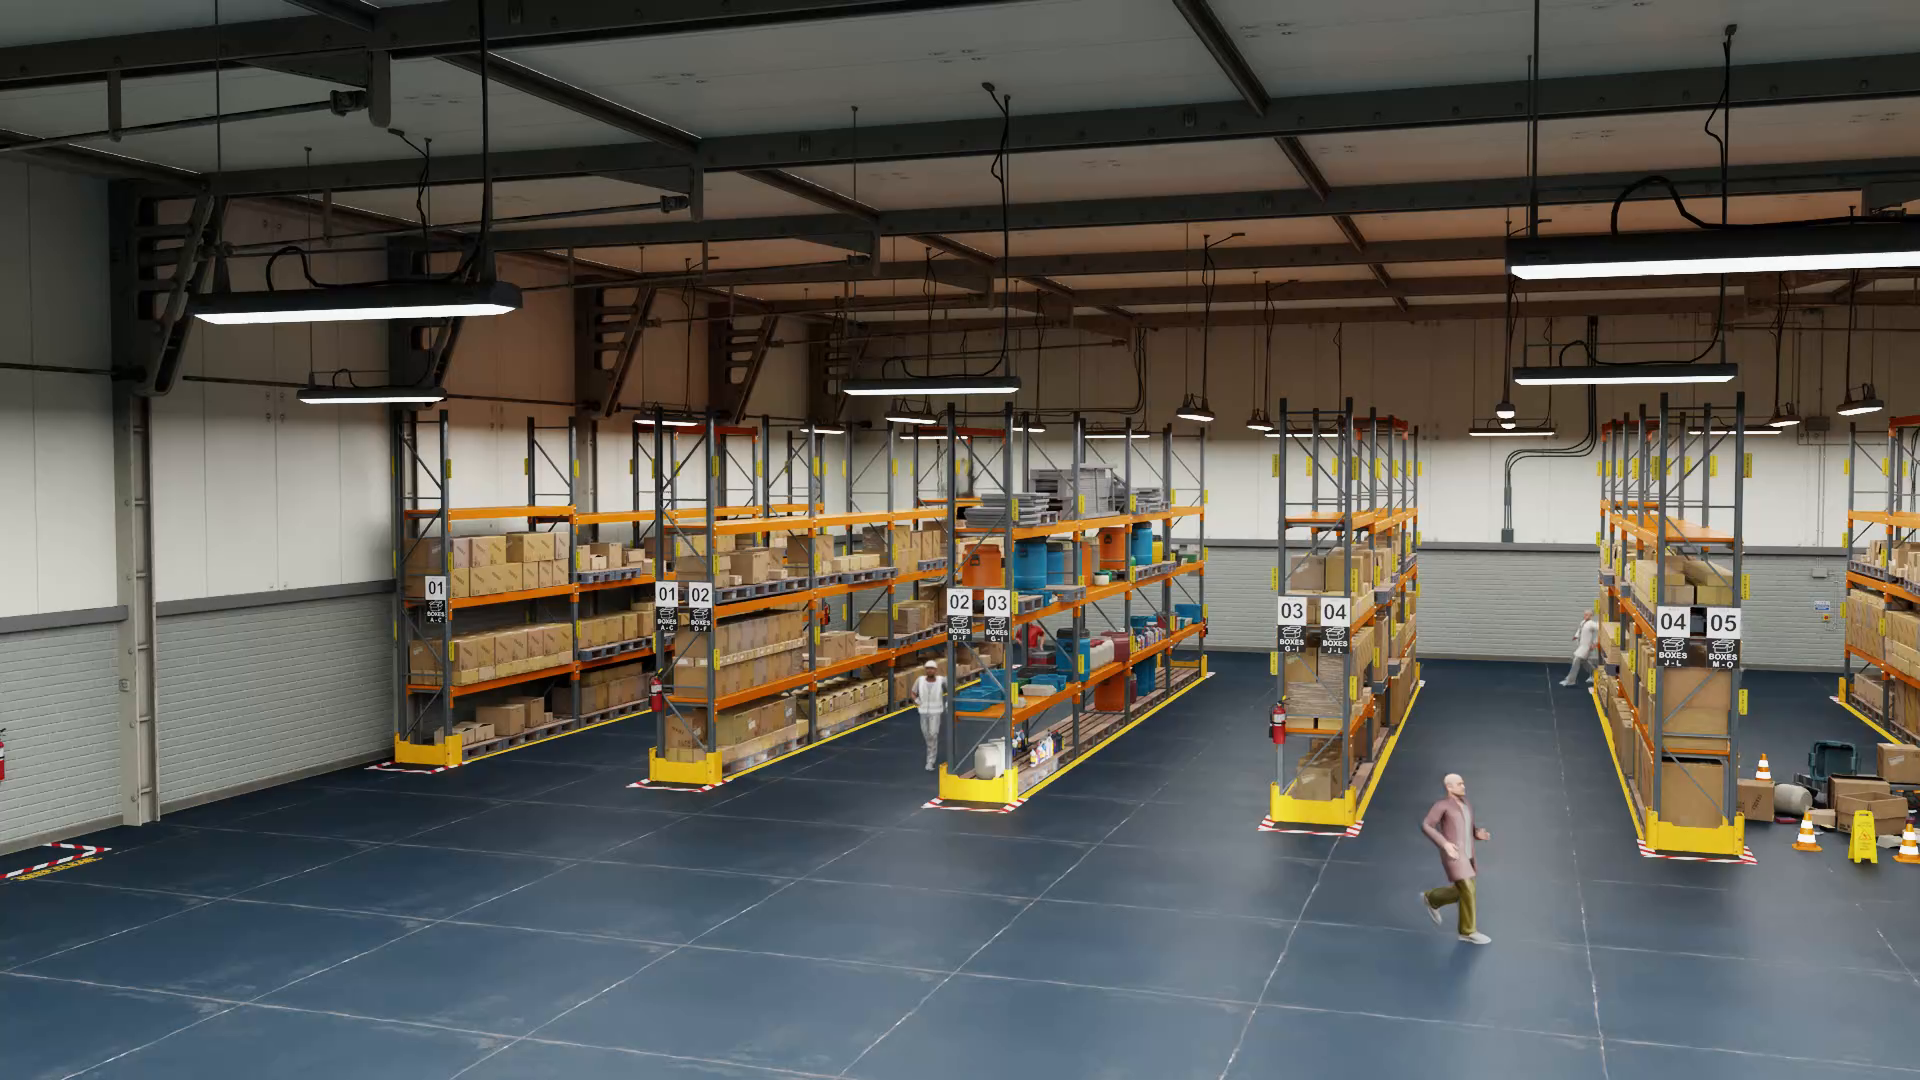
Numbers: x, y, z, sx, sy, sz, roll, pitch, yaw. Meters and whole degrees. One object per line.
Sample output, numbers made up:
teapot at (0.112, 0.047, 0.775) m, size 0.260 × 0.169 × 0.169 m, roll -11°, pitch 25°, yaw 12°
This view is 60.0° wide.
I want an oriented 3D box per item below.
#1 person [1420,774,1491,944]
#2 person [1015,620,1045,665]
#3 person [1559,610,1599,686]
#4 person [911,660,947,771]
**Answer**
person at (5.265, 3.366, 17.712) m, size 0.720 × 1.745 × 0.899 m, roll -2°, pitch 3°, yaw -41°
person at (1.553, 2.551, 37.336) m, size 0.640 × 1.739 × 0.703 m, roll 1°, pitch 3°, yaw 12°
person at (14.338, 2.521, 38.172) m, size 1.045 × 1.661 × 0.765 m, roll 0°, pitch 2°, yaw -6°
person at (-0.497, 2.907, 27.870) m, size 0.673 × 1.793 × 0.922 m, roll 1°, pitch 3°, yaw 14°
